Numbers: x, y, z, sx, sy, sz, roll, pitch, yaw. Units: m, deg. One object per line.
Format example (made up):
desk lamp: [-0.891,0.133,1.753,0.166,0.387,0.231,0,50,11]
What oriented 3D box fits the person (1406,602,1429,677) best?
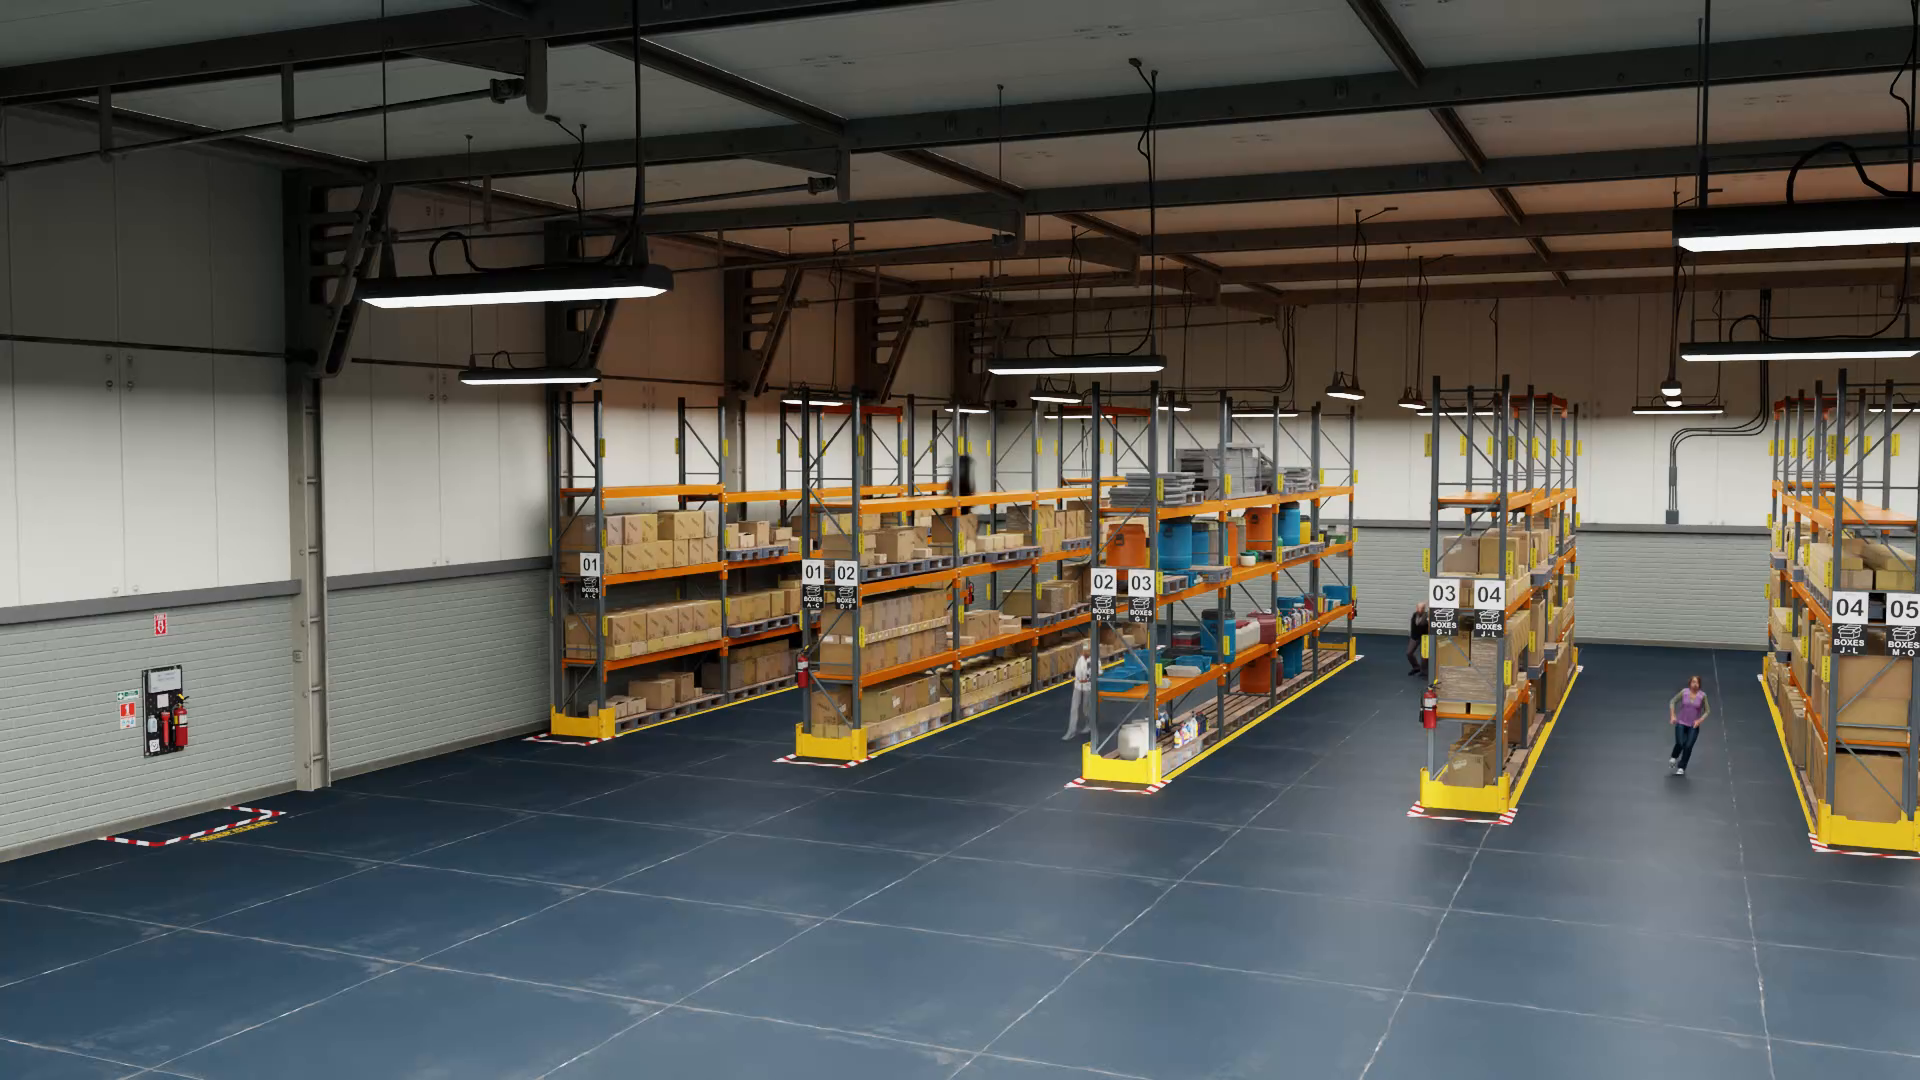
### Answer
person: [10.009,2.167,36.061,0.651,1.664,0.740,2,4,37]

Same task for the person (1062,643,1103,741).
person: [2.193,2.591,28.662,0.614,1.685,0.866,2,4,28]

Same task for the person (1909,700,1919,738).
person: [16.489,2.602,28.588,0.559,1.701,0.796,1,3,12]

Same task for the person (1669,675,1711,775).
person: [11.147,2.828,25.383,0.563,1.535,0.504,1,3,18]
